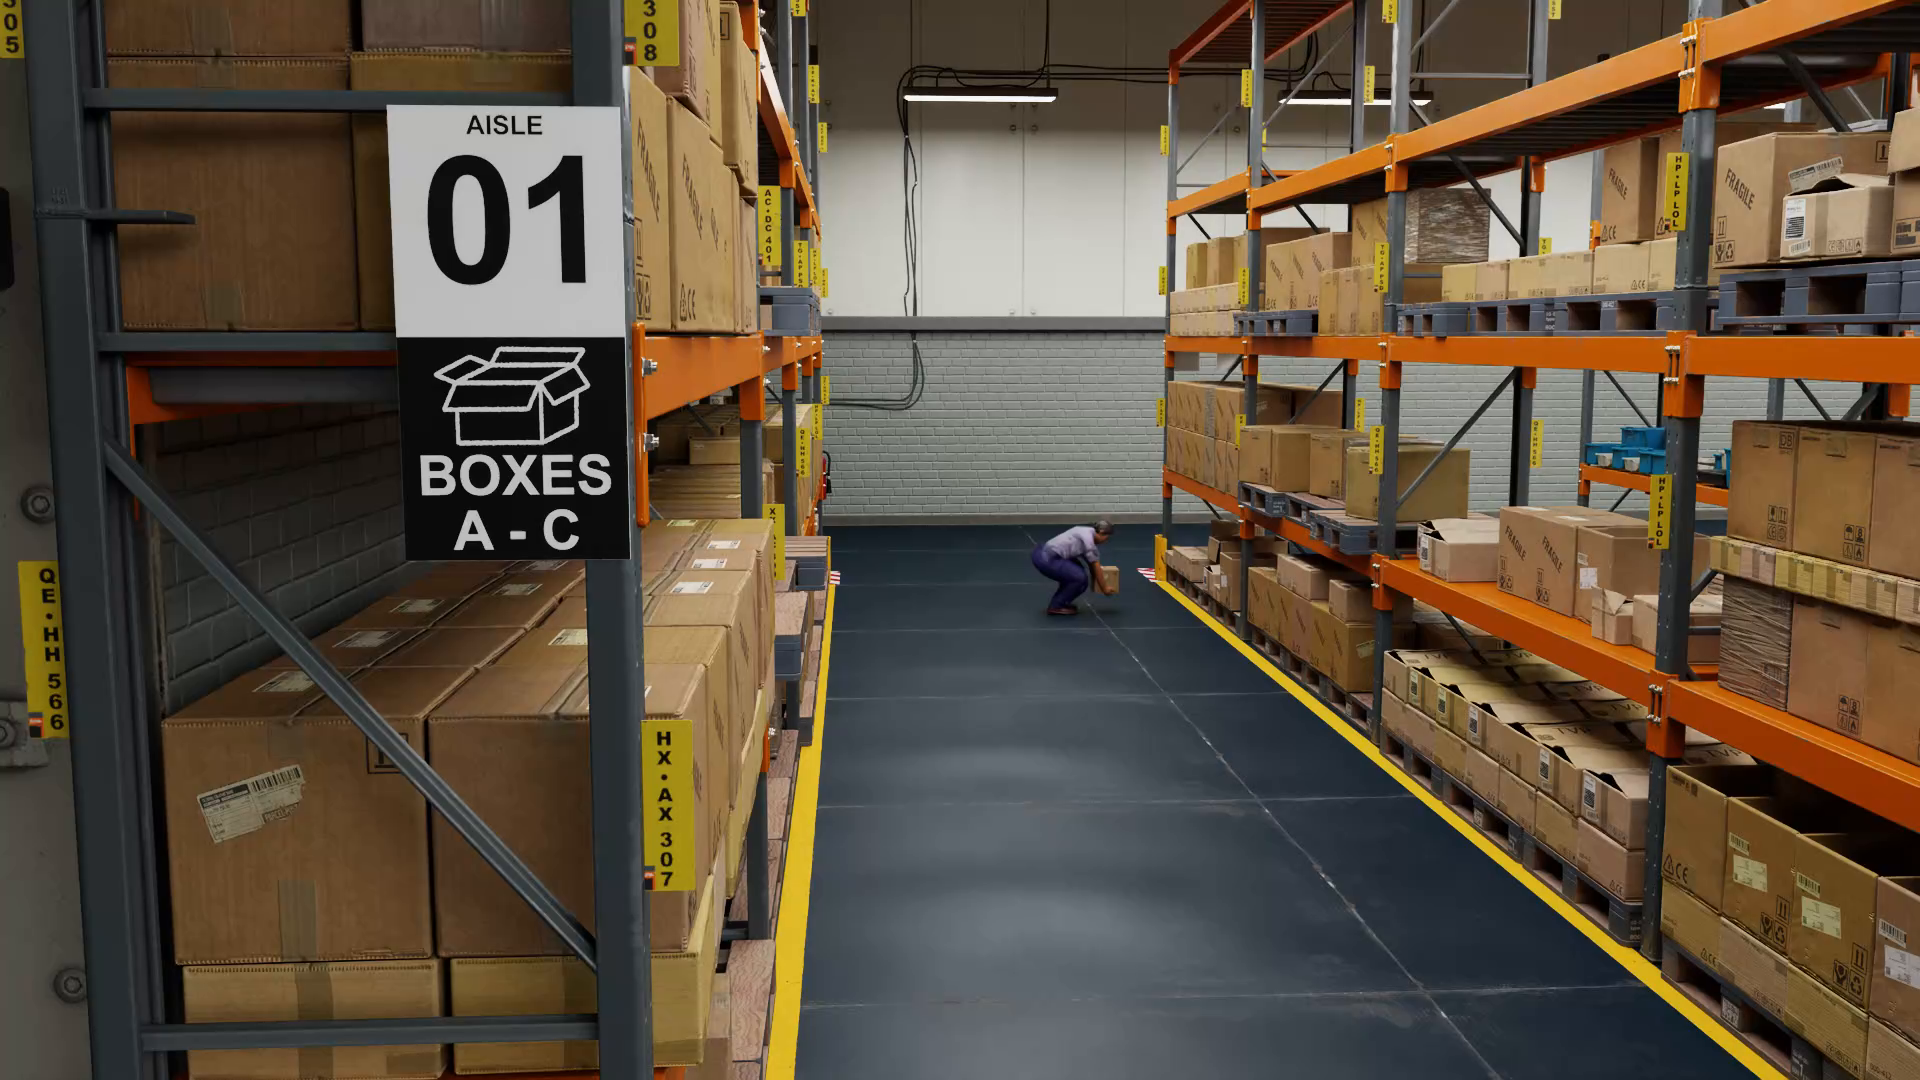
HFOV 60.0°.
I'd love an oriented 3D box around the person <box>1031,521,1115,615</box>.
[{"bbox_3d":[1.154,0.278,17.004,0.856,0.938,0.502,-1,7,-5],"label":"person"}]
